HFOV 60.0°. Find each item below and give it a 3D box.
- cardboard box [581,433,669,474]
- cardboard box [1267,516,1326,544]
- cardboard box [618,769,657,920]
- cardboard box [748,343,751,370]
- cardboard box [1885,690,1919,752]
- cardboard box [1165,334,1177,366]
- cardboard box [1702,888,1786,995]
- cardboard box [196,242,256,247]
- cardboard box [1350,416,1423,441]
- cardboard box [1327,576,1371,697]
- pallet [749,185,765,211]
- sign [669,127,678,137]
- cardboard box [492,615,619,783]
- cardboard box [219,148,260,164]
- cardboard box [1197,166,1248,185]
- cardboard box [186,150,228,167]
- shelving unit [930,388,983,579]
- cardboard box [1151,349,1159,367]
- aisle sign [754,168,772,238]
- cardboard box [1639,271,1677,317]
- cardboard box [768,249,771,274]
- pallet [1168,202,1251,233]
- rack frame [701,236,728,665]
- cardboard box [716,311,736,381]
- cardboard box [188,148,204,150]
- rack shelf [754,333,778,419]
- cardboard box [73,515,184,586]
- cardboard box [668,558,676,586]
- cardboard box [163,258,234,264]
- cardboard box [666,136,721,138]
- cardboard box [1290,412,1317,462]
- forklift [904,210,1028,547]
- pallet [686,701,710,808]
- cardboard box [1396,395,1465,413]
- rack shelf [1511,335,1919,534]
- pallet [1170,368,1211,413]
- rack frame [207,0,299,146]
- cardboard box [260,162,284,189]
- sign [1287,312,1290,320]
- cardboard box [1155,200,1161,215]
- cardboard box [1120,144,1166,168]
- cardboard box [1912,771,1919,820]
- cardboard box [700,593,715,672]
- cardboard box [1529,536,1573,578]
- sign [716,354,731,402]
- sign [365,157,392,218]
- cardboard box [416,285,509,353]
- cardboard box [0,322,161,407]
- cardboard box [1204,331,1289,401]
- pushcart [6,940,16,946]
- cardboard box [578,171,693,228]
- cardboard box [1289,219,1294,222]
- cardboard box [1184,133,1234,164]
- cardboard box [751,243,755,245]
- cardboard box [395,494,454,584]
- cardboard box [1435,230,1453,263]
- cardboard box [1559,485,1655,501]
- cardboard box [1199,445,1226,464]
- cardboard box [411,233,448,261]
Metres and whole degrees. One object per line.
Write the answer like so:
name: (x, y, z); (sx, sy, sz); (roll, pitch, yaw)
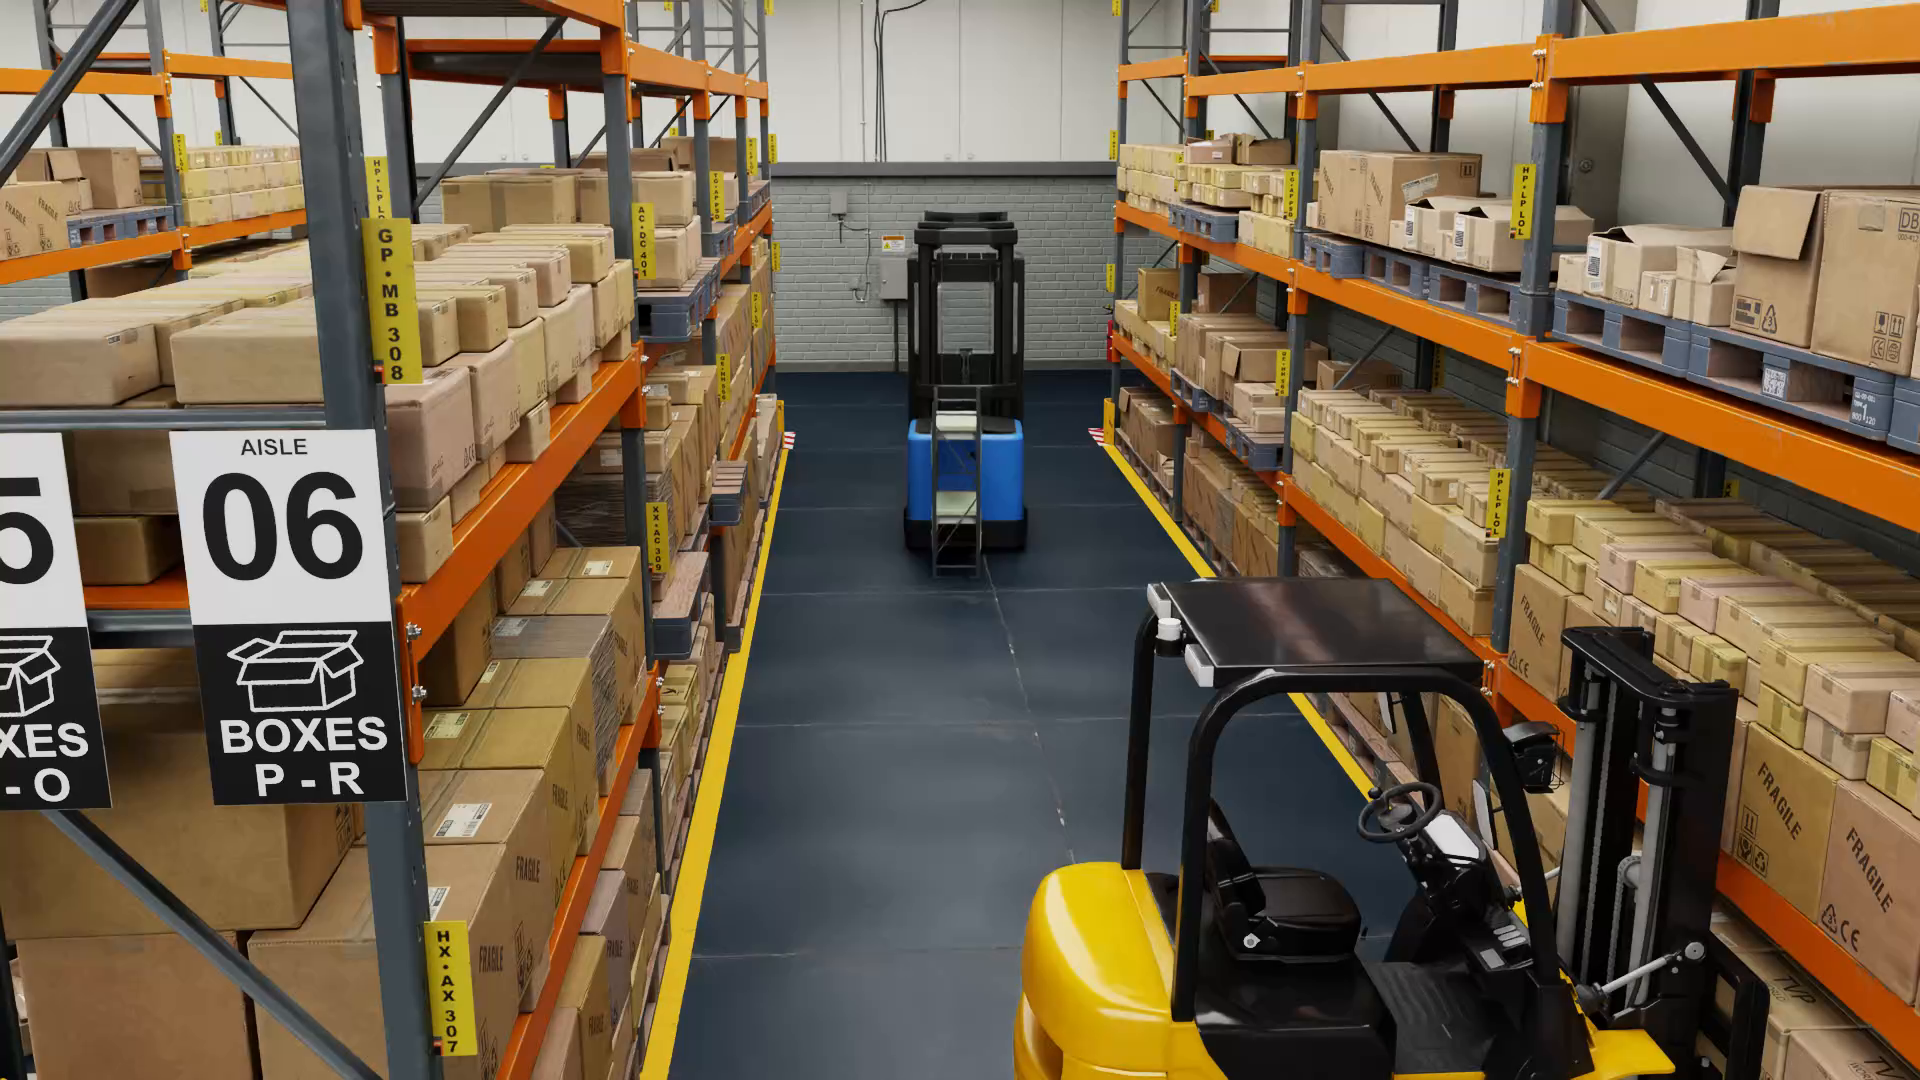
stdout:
cardboard box: (-1.588, -0.412, 7.890); (0.380, 0.149, 0.250); (-1, 14, -4)
cardboard box: (2.510, -0.078, 12.405); (0.380, 0.149, 0.250); (-2, 15, -6)
cardboard box: (-1.608, 1.328, 7.238); (0.500, 0.500, 0.500); (-1, 14, -4)
cardboard box: (-2.138, -1.633, 14.874); (0.500, 0.250, 0.500); (-1, 14, -3)
cardboard box: (3.026, 0.556, 4.968); (0.380, 0.149, 0.250); (-1, 14, -3)
cardboard box: (2.271, -1.841, 16.090); (0.500, 0.250, 0.500); (-1, 14, -2)
cardboard box: (2.847, 1.493, 6.095); (0.500, 0.250, 0.500); (-1, 14, -5)
cardboard box: (-7.789, -2.898, 17.690); (0.500, 0.500, 0.500); (0, 14, -2)
cardboard box: (2.653, -0.674, 10.348); (0.380, 0.149, 0.250); (-1, 14, -3)
cardboard box: (2.867, 0.612, 10.773); (0.875, 0.625, 0.625); (0, 14, -2)
pallet: (-2.521, -3.485, 16.935); (1.003, 0.211, 1.213); (-1, 14, -3)
sign: (-3.210, -4.471, 18.676); (0.100, 0.325, 0.005); (-1, 14, -3)
cardboard box: (-1.561, 0.591, 6.134); (0.500, 0.500, 0.500); (0, 14, -2)
cardboard box: (-7.203, -3.817, 16.542); (0.380, 0.149, 0.250); (-1, 14, -5)
cardboard box: (2.230, -3.100, 14.123); (0.380, 0.149, 0.250); (-1, 14, -4)
cardboard box: (-7.181, -3.618, 15.770); (0.380, 0.149, 0.250); (-1, 14, -5)
shelving unit: (-0.028, -0.495, 14.163); (0.431, 1.500, 0.755); (0, 14, 0)
cardboard box: (2.163, -1.858, 16.956); (0.380, 0.149, 0.250); (-1, 14, -4)
aisle sign: (-2.351, -3.846, 18.960); (0.394, 0.787, 0.004); (-1, 14, -3)
cardboard box: (2.814, -0.933, 6.296); (0.380, 0.149, 0.250); (0, 14, -2)
cardboard box: (-2.388, -2.981, 18.607); (0.500, 0.500, 0.500); (0, 14, -2)
pallet: (2.516, -2.845, 14.646); (1.213, 0.211, 1.003); (-1, 14, -3)
rack frame: (-2.160, -0.575, 11.463); (1.000, 3.000, 0.127); (-1, 14, -3)
cardboard box: (-2.004, -1.486, 12.797); (0.500, 0.500, 0.500); (0, 14, -2)
cardboard box: (-7.730, -3.807, 16.504); (0.380, 0.149, 0.250); (0, 14, -2)
rack shelf: (-2.532, -1.718, 17.352); (1.077, 0.370, 4.000); (-1, 14, -3)
cardboard box: (-1.966, 0.000, 3.716); (0.380, 0.149, 0.250); (-1, 14, -3)
cardboard box: (-1.638, 0.134, 8.371); (0.380, 0.149, 0.250); (-1, 14, -2)
cardboard box: (-7.174, -2.389, 15.712); (0.500, 0.500, 0.500); (-1, 14, -5)
cardboard box: (-2.680, -3.813, 16.787); (0.500, 0.500, 0.500); (-1, 14, -2)
cardboard box: (2.553, -0.707, 11.276); (0.500, 0.250, 0.500); (-1, 14, -3)
forklift: (0.057, -1.664, 15.836); (1.130, 2.935, 3.031); (0, 14, 0)
pallet: (-2.041, 1.273, 9.879); (1.003, 0.211, 1.213); (-1, 14, -3)
cardboard box: (3.144, -0.874, 11.123); (0.380, 0.149, 0.250); (-1, 14, -2)
rack shelf: (3.166, -0.264, 5.681); (1.077, 0.370, 4.000); (-1, 14, -3)
pallet: (2.487, -1.353, 14.876); (1.003, 0.211, 1.213); (-1, 14, -3)
rack frame: (-7.590, -5.368, 18.054); (1.000, 3.000, 0.127); (-1, 14, -3)
cardboard box: (-7.245, -3.720, 16.964); (0.500, 0.250, 0.500); (-1, 14, -3)
sign: (3.100, -2.217, 15.523); (0.100, 0.325, 0.005); (-1, 14, -3)
cardboard box: (2.189, -3.381, 16.856); (0.380, 0.149, 0.250); (-1, 14, -3)
cardboard box: (2.075, -4.294, 18.599); (0.500, 0.250, 0.500); (-1, 14, -4)
cardboard box: (2.988, 0.764, 4.757); (0.380, 0.149, 0.250); (-1, 14, -2)
cardboard box: (-2.135, 0.635, 11.192); (0.950, 0.372, 0.625); (-2, 15, -7)
cardboard box: (2.799, 0.063, 7.481); (0.380, 0.149, 0.250); (-1, 14, -4)
sign: (-1.619, -1.108, 11.370); (0.100, 0.325, 0.005); (-1, 14, -3)
sign: (-2.466, -1.464, 7.073); (0.100, 0.325, 0.005); (-1, 14, -3)
cardboard box: (-1.409, -0.583, 4.379); (0.380, 0.149, 0.250); (-1, 14, -4)
cardboard box: (-1.980, -0.382, 3.598); (0.380, 0.149, 0.250); (-1, 14, -3)
cardboard box: (2.434, -1.451, 13.826); (0.700, 0.500, 0.500); (-1, 14, -4)
pushcart: (-4.185, 1.738, 7.738); (1.648, 0.377, 0.936); (-6, 16, -23)
cardboard box: (-1.589, -1.681, 8.197); (0.500, 0.250, 0.500); (-1, 14, -5)
cardboard box: (2.532, -2.310, 11.688); (0.380, 0.149, 0.250); (-1, 14, -2)
cardboard box: (2.216, -3.494, 14.823); (0.396, 0.266, 0.258); (-1, 14, -4)
cardboard box: (-2.374, -3.070, 17.652); (0.380, 0.149, 0.250); (-1, 14, -4)
cardboard box: (-1.361, -0.003, 3.728); (0.380, 0.149, 0.250); (-1, 14, -3)
cardboard box: (2.670, -1.509, 8.536); (0.380, 0.149, 0.250); (-1, 14, -4)
cardboard box: (3.270, -0.178, 8.420); (0.380, 0.149, 0.250); (-1, 14, -5)
cardboard box: (2.397, -0.793, 15.184); (0.380, 0.149, 0.250); (-1, 14, -5)
cardboard box: (-2.166, -1.084, 6.326); (0.380, 0.149, 0.250); (-1, 14, -5)
